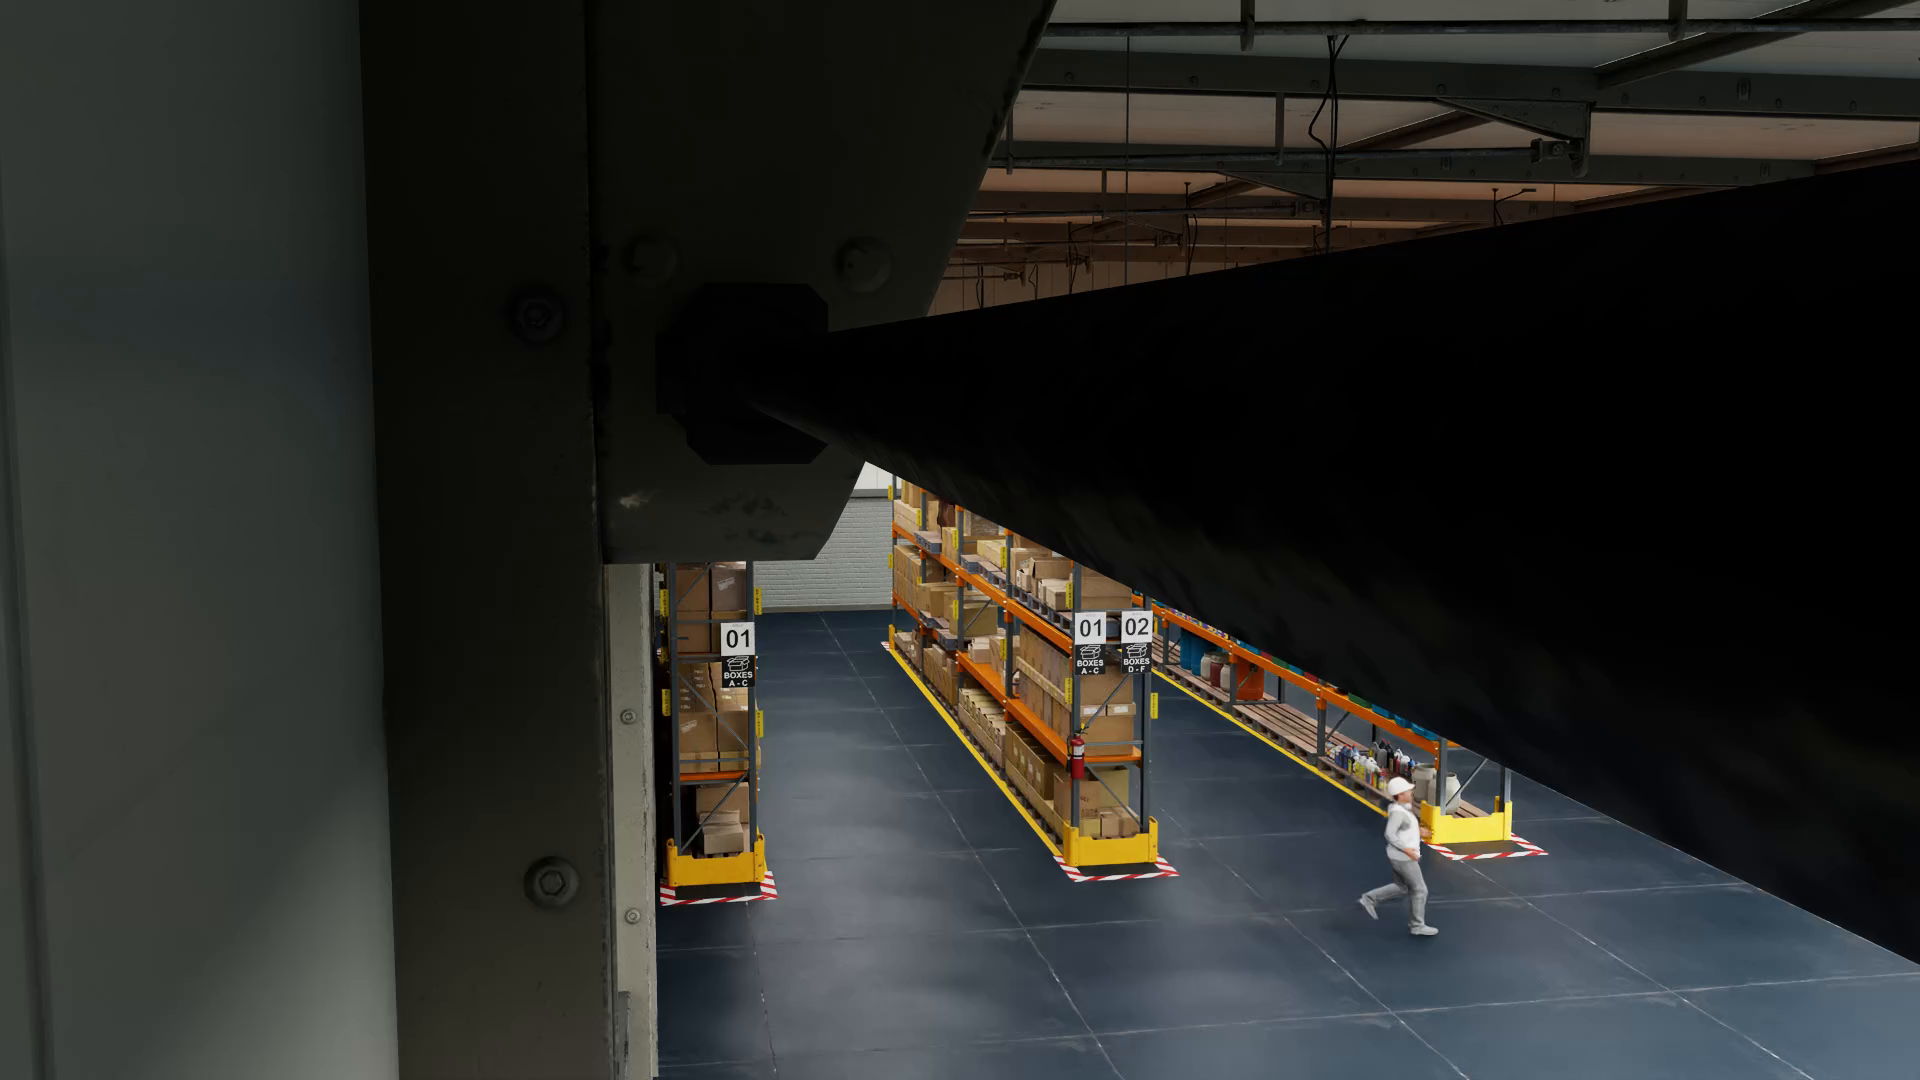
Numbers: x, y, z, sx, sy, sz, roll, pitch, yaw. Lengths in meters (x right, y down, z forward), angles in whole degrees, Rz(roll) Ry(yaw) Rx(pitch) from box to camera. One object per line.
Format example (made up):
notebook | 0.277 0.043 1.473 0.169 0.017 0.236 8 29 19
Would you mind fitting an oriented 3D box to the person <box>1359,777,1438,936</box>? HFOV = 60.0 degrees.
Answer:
person | 4.861 3.482 18.359 0.860 1.745 0.670 1 6 11
